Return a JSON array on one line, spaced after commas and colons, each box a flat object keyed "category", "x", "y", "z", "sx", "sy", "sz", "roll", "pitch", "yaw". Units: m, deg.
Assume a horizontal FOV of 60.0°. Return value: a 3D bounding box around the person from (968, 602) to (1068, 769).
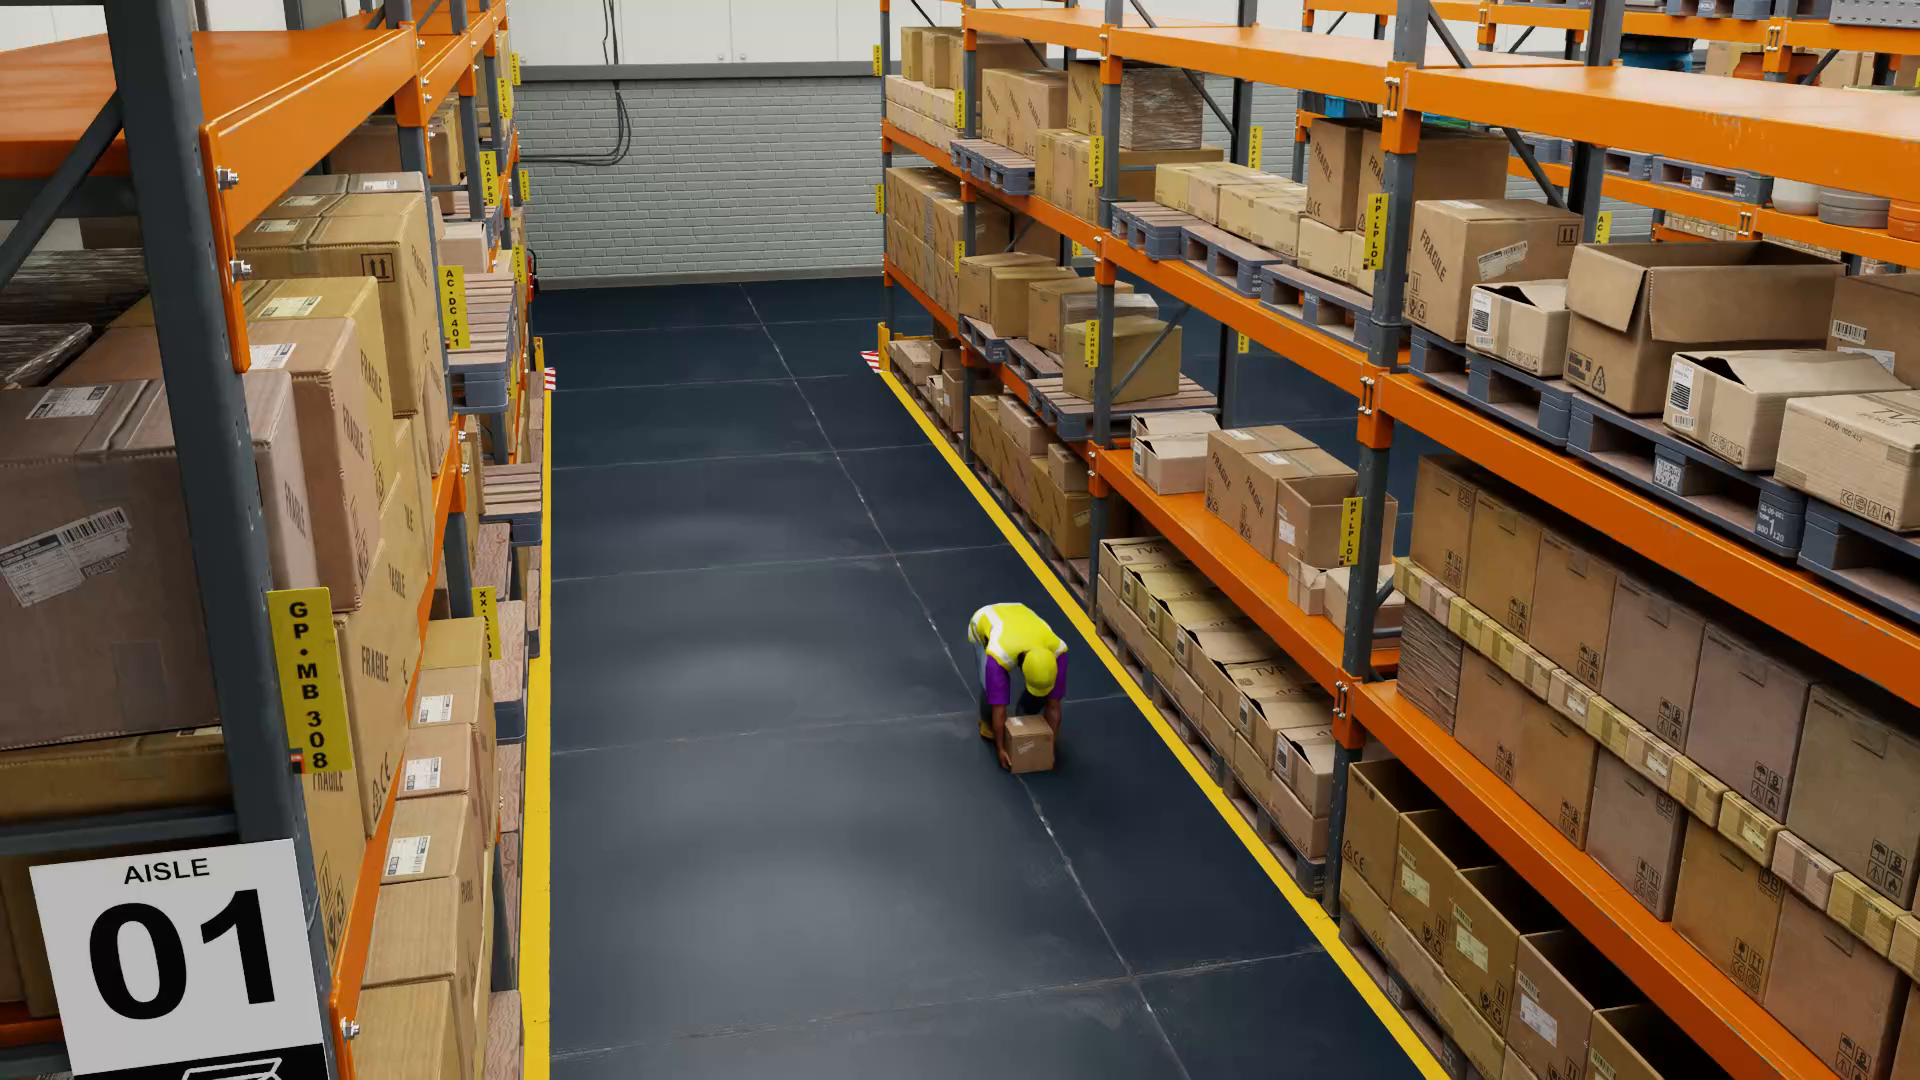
[{"category": "person", "x": 0.365, "y": 0.854, "z": 10.060, "sx": 0.515, "sy": 0.845, "sz": 0.980, "roll": -5, "pitch": 20, "yaw": -14}]
